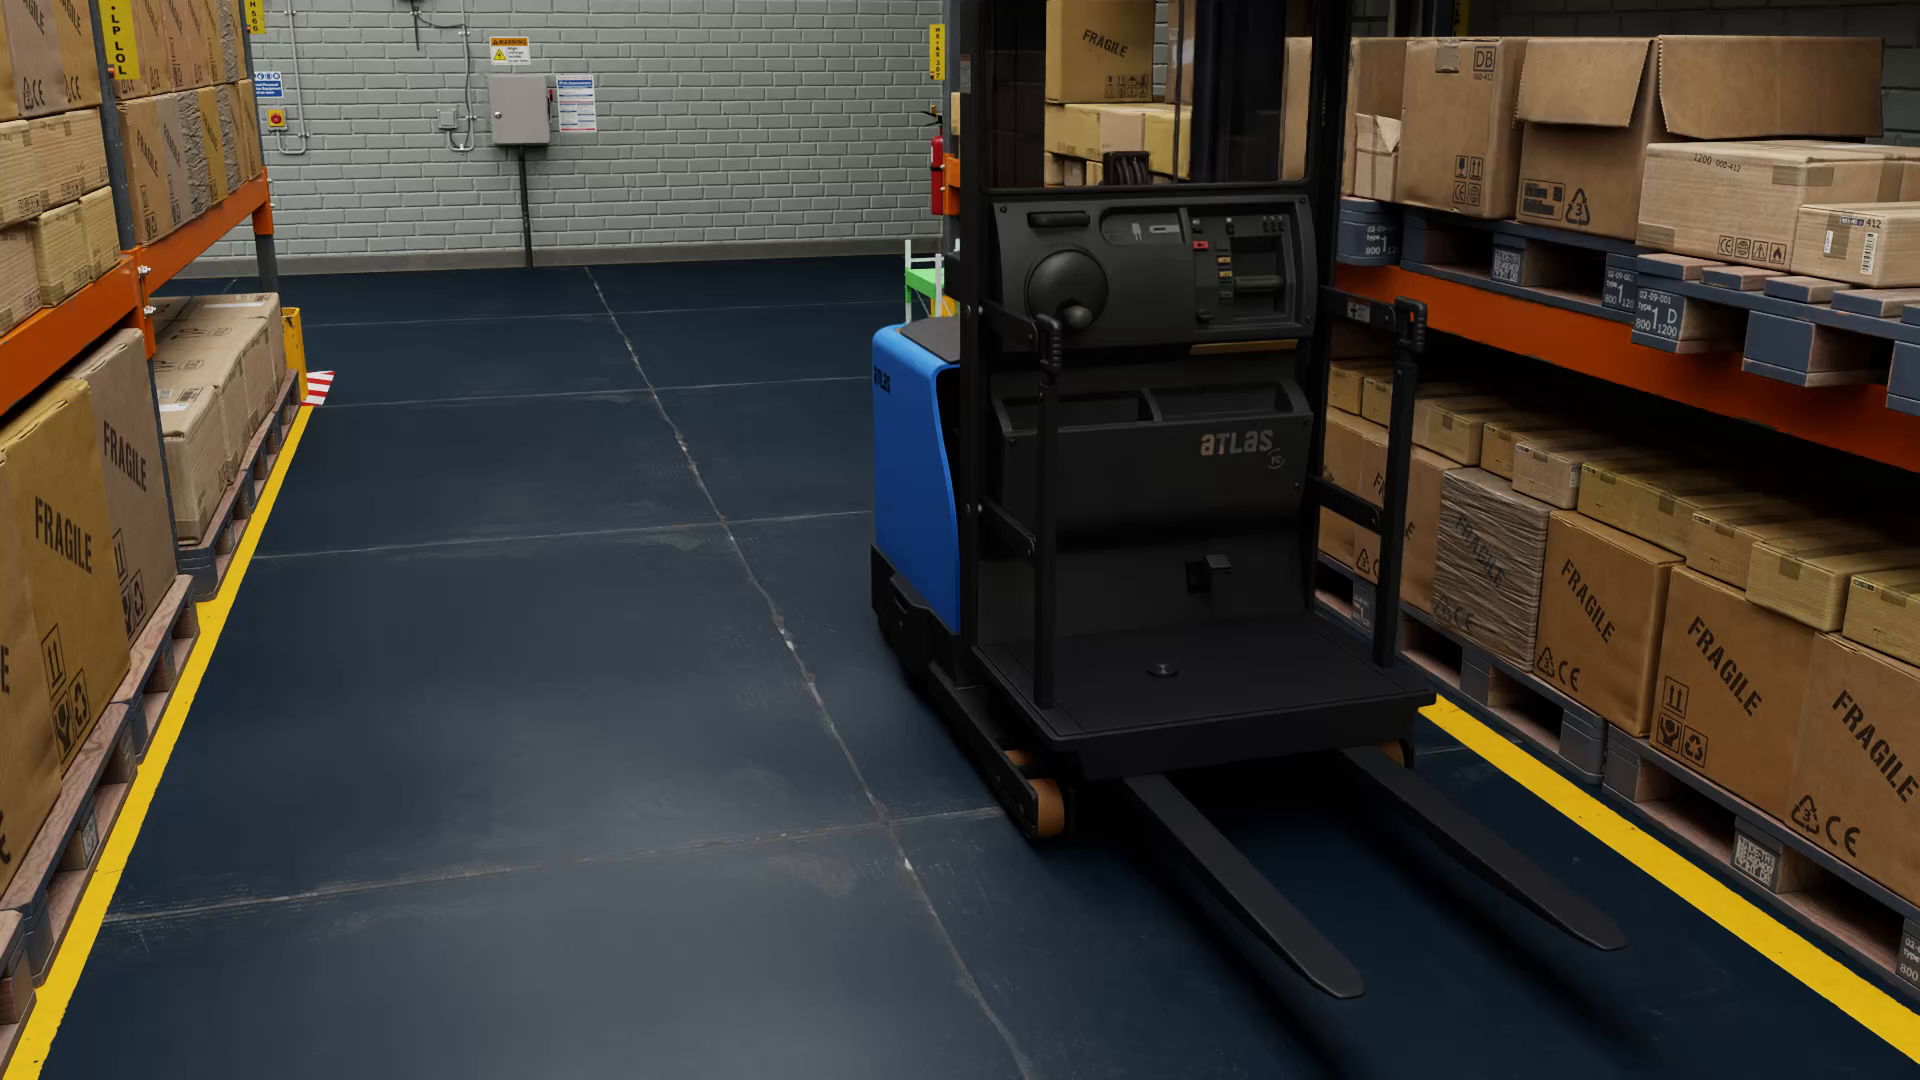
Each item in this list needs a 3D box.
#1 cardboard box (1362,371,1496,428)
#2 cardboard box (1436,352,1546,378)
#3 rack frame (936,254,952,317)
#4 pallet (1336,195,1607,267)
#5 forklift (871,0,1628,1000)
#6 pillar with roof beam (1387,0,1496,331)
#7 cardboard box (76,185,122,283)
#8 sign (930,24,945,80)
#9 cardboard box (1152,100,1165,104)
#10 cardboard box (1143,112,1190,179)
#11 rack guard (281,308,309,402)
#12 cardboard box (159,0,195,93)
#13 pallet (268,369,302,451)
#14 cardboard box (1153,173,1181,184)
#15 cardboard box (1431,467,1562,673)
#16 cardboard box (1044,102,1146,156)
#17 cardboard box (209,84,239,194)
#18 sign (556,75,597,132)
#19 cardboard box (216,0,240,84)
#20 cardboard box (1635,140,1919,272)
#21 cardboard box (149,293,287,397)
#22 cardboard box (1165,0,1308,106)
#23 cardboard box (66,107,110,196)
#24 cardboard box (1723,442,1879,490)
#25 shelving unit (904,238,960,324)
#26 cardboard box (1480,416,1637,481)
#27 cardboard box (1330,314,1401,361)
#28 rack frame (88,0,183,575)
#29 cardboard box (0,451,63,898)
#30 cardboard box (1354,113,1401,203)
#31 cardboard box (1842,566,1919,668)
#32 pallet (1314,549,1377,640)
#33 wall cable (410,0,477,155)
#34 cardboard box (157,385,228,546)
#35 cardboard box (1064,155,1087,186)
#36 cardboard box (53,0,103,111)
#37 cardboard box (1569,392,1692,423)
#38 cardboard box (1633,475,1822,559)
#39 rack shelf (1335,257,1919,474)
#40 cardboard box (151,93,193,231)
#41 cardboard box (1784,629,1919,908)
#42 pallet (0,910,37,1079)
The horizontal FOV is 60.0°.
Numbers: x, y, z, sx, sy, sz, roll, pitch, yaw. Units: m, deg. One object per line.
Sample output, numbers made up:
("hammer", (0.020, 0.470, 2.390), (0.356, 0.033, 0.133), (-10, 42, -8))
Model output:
("cardboard box", (1.649, -0.490, 5.858), (0.380, 0.149, 0.250), (-5, 17, -16))
("cardboard box", (2.017, -0.608, 6.250), (0.380, 0.149, 0.250), (-5, 17, -15))
("rack frame", (0.022, -0.553, 6.707), (0.240, 1.200, 0.015), (-5, 17, -15))
("pallet", (1.601, -1.190, 6.033), (1.003, 0.211, 1.213), (-5, 17, -15))
("forklift", (0.607, -0.747, 4.344), (1.130, 2.935, 3.031), (-5, 17, -16))
("pillar with roof beam", (-1.978, -4.308, 5.652), (9.100, 9.000, 0.400), (-5, 17, -15))
("cardboard box", (-2.920, -0.942, 5.135), (0.500, 0.250, 0.500), (-5, 17, -17))
("sign", (-0.135, -2.989, 10.185), (0.100, 0.325, 0.005), (-5, 17, -15))
("cardboard box", (1.184, -2.157, 8.664), (0.500, 0.250, 0.500), (-5, 17, -15))
("cardboard box", (1.112, -1.704, 7.153), (0.500, 0.250, 0.500), (-4, 17, -14))
("rack guard", (-4.391, -1.034, 9.525), (1.175, 0.500, 0.348), (-5, 17, -15))
("cardboard box", (-3.446, -2.078, 6.745), (0.500, 0.500, 0.500), (-4, 17, -14))
("pallet", (-4.090, -0.674, 8.829), (1.003, 0.211, 1.213), (-5, 17, -15))
("cardboard box", (1.063, -1.530, 7.267), (0.380, 0.149, 0.250), (-4, 17, -14))
("cardboard box", (1.828, 0.065, 5.136), (0.500, 0.500, 0.500), (-5, 18, -17))
("cardboard box", (0.695, -2.122, 8.548), (0.500, 0.250, 0.500), (-5, 17, -17))
("cardboard box", (-3.723, -1.878, 7.817), (0.500, 0.500, 0.500), (-4, 17, -14))
("sign", (-3.479, -3.959, 15.082), (0.329, 0.494, 0.001), (-5, 17, -15))
("cardboard box", (-3.851, -2.494, 8.130), (0.500, 0.500, 0.500), (-5, 17, -15))
("cardboard box", (1.984, -0.800, 3.934), (0.500, 0.250, 0.500), (-6, 18, -18))
("cardboard box", (-4.107, -1.024, 8.870), (0.875, 0.438, 0.875), (-5, 18, -17))
("cardboard box", (1.333, -2.374, 8.082), (0.500, 0.500, 0.500), (-5, 17, -17))
("cardboard box", (-2.930, -1.183, 5.067), (0.500, 0.250, 0.500), (-5, 17, -15))
("cardboard box", (2.445, -0.177, 4.816), (0.380, 0.149, 0.250), (-5, 17, -16))
("shelving unit", (-0.046, -0.620, 6.932), (0.258, 1.200, 0.503), (-5, 17, -15))
("cardboard box", (1.850, -0.277, 5.148), (0.380, 0.149, 0.250), (-5, 17, -15))
("cardboard box", (1.446, -0.780, 6.306), (0.380, 0.149, 0.250), (-6, 18, -18))
("rack frame", (-3.285, -1.118, 5.460), (1.000, 3.000, 0.127), (-5, 17, -15))
("cardboard box", (-2.537, 0.360, 3.502), (0.875, 0.875, 0.875), (-4, 17, -15))
("cardboard box", (1.499, -1.234, 5.348), (0.396, 0.266, 0.258), (-4, 17, -13))
("cardboard box", (2.206, 0.164, 3.680), (0.380, 0.149, 0.250), (-6, 18, -18))
("pallet", (1.746, 0.046, 6.432), (1.003, 0.211, 1.213), (-5, 17, -15))
("wall cable", (-4.596, -4.384, 14.567), (0.588, 1.984, 0.122), (-5, 17, -15))
("cardboard box", (-3.355, -0.274, 6.374), (0.875, 0.438, 0.875), (-5, 17, -16))
("cardboard box", (0.749, -1.888, 8.458), (0.380, 0.149, 0.250), (-5, 17, -15))
("cardboard box", (-2.921, -1.541, 4.956), (0.500, 0.500, 0.500), (-4, 17, -13))
("cardboard box", (2.261, -0.392, 5.532), (0.380, 0.149, 0.250), (-4, 17, -14))
("cardboard box", (2.043, -0.062, 4.433), (0.380, 0.149, 0.250), (-4, 17, -14))
("rack shelf", (2.036, -0.614, 5.031), (1.077, 0.370, 4.000), (-5, 17, -15))
("cardboard box", (-3.297, -1.456, 6.411), (0.500, 0.500, 0.500), (-5, 17, -15))
("cardboard box", (2.263, 0.491, 3.718), (0.500, 0.500, 0.500), (-4, 17, -14))
("pallet", (-2.330, 1.100, 2.923), (1.003, 0.211, 1.213), (-5, 17, -15))
